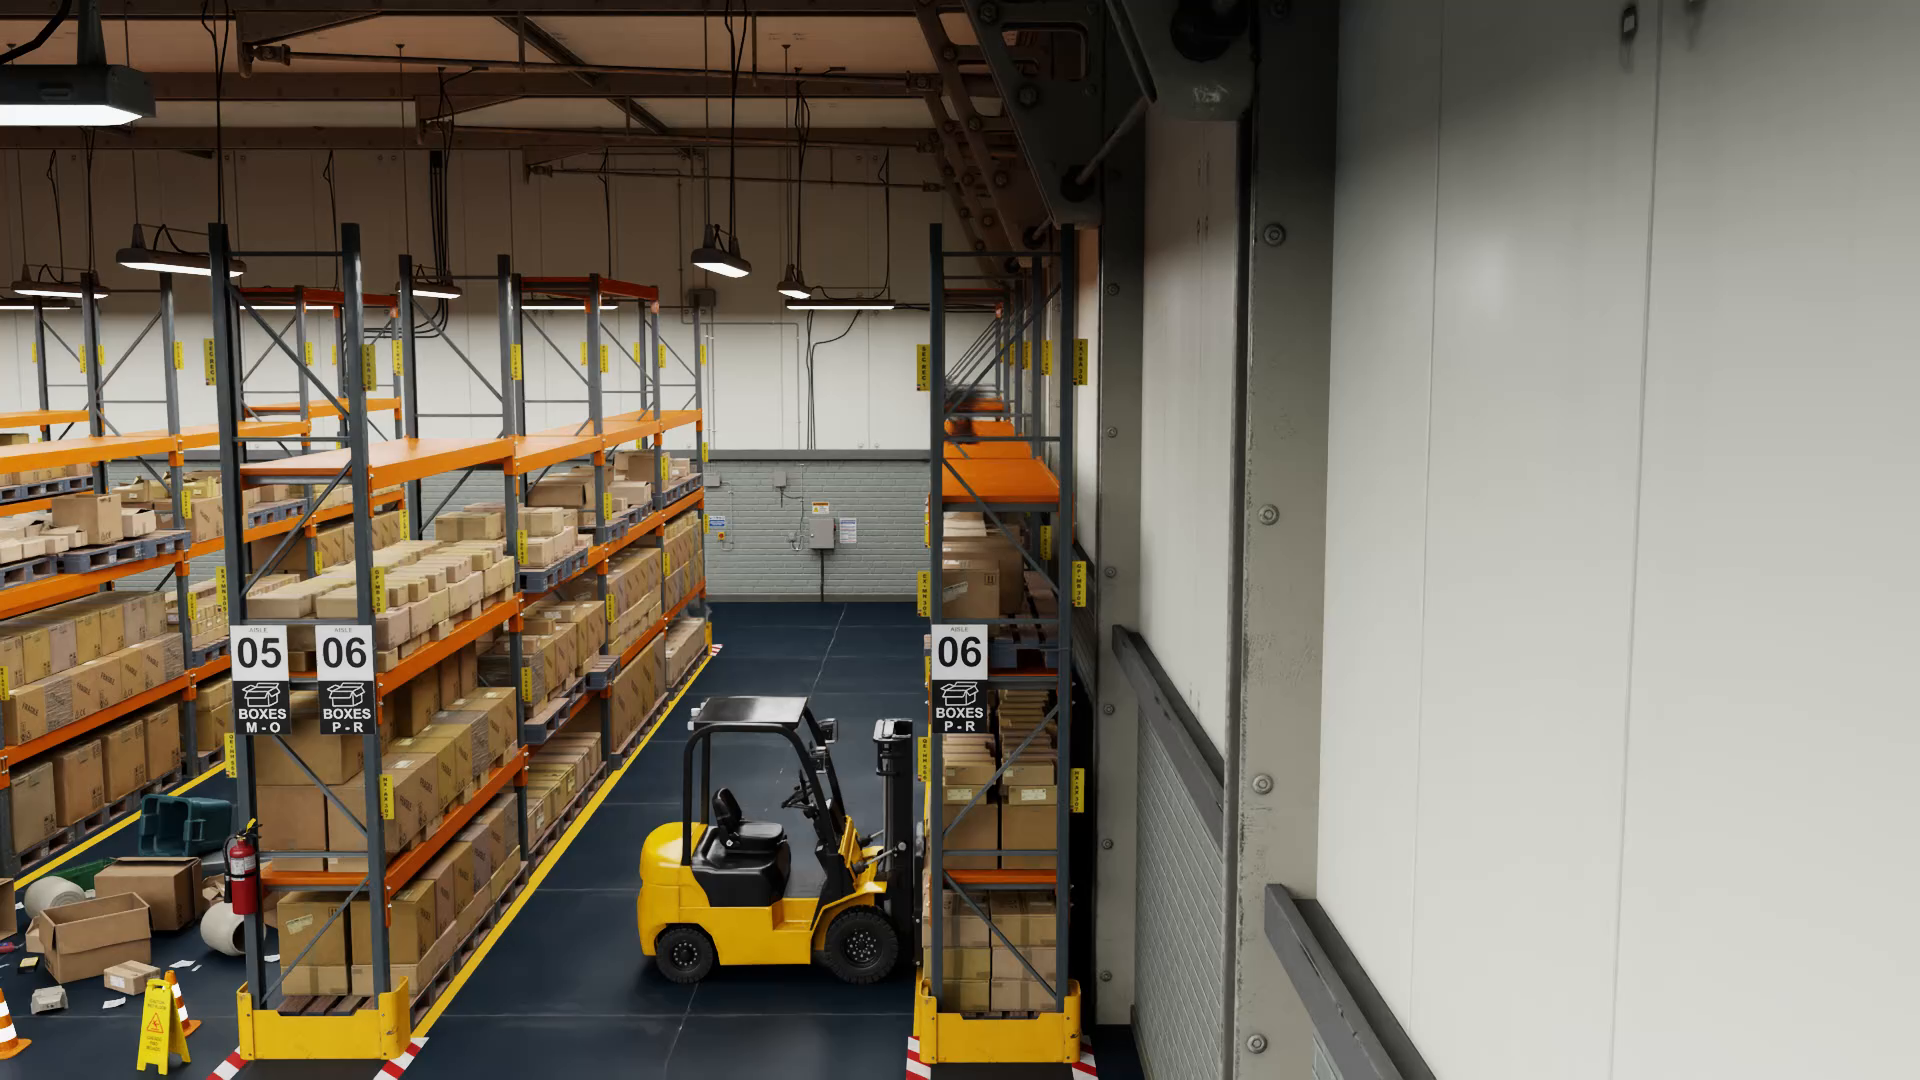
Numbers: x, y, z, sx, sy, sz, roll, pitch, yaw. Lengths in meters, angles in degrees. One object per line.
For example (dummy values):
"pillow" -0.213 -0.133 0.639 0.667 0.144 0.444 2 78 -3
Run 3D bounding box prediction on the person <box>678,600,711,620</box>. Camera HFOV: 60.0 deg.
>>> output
"person" -4.935 0.755 30.530 0.806 1.732 0.655 -4 8 -29
